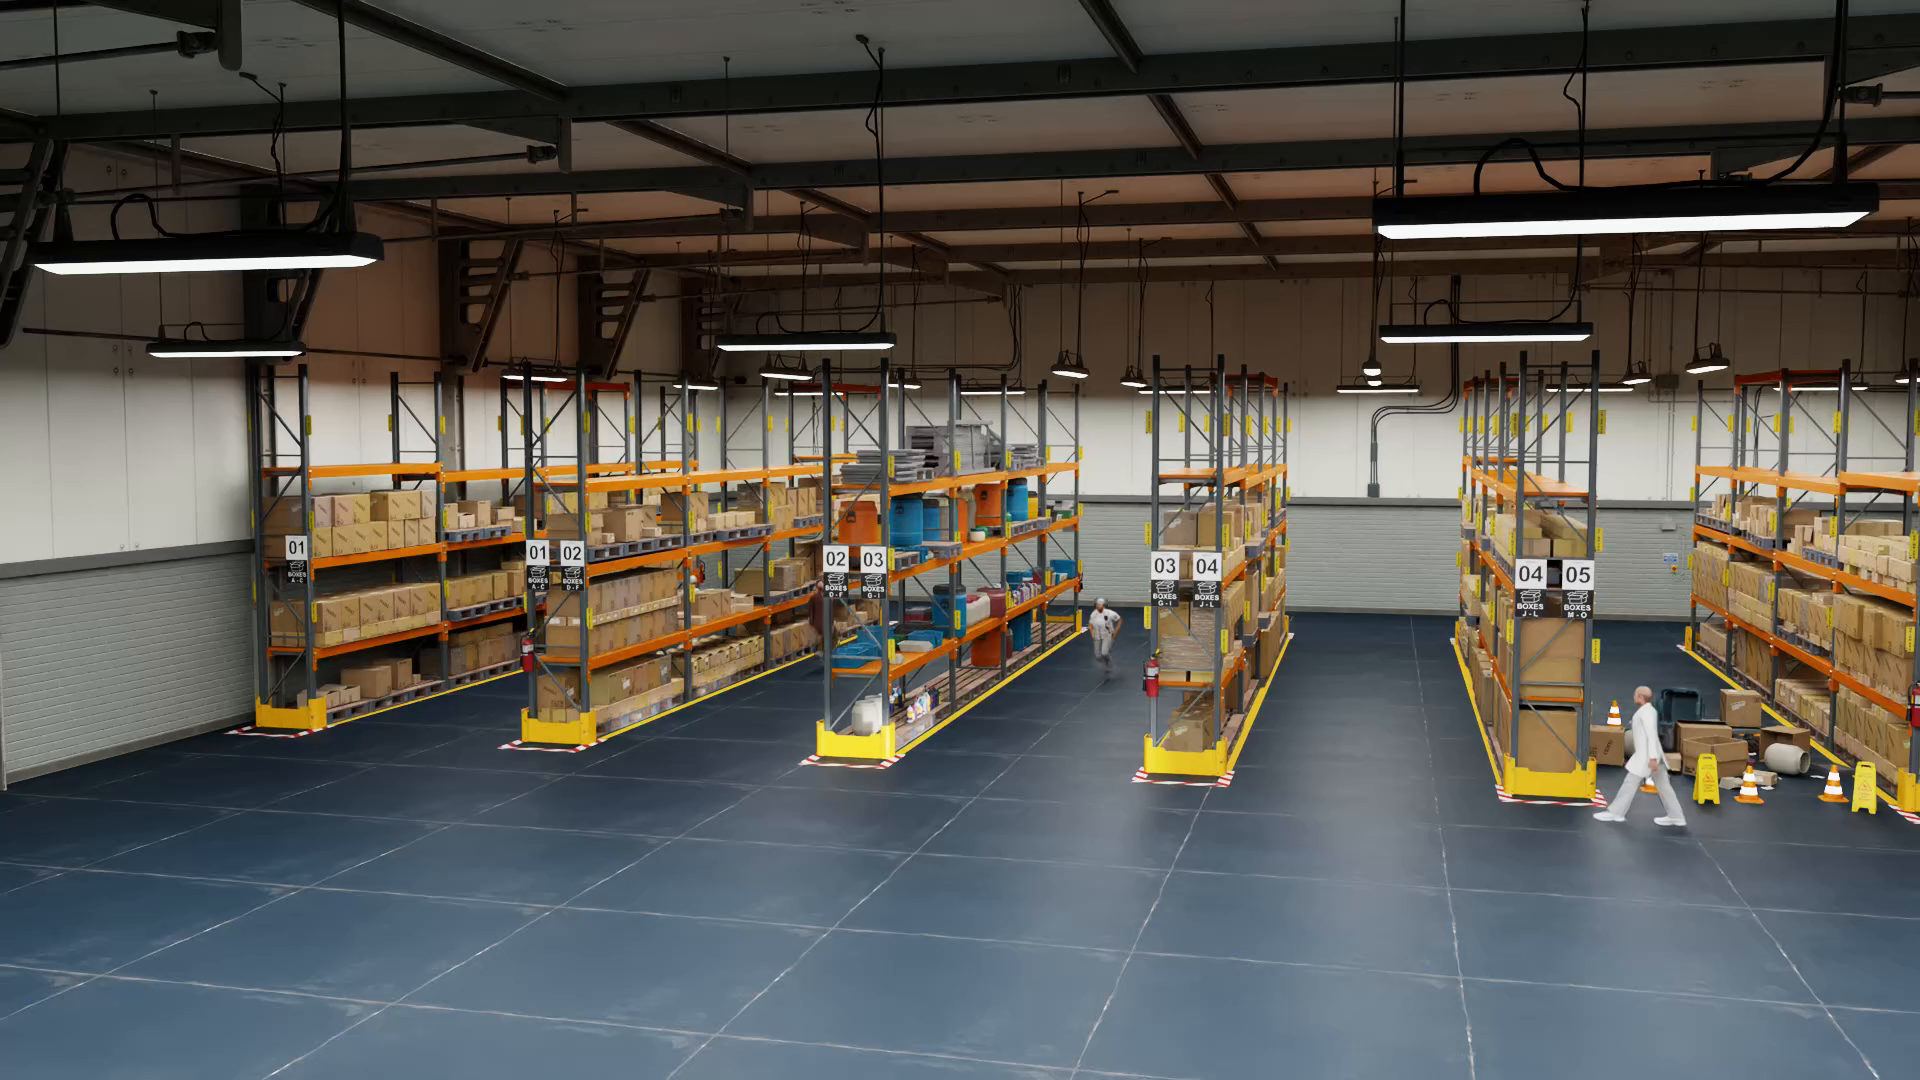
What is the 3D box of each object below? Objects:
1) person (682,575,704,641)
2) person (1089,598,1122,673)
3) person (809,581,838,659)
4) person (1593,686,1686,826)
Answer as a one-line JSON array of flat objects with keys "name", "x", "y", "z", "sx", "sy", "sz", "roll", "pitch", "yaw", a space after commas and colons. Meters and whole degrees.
[{"name": "person", "x": -5.760, "y": 1.654, "z": 35.702, "sx": 0.588, "sy": 1.784, "sz": 0.539, "roll": 3, "pitch": 5, "yaw": 33}, {"name": "person", "x": 2.865, "y": 1.872, "z": 32.679, "sx": 0.656, "sy": 1.489, "sz": 0.757, "roll": 2, "pitch": 4, "yaw": 25}, {"name": "person", "x": -2.819, "y": 1.644, "z": 34.040, "sx": 0.625, "sy": 1.604, "sz": 0.700, "roll": 3, "pitch": 5, "yaw": 33}, {"name": "person", "x": 8.532, "y": 2.680, "z": 20.788, "sx": 1.062, "sy": 1.718, "sz": 0.629, "roll": 3, "pitch": 5, "yaw": 33}]
